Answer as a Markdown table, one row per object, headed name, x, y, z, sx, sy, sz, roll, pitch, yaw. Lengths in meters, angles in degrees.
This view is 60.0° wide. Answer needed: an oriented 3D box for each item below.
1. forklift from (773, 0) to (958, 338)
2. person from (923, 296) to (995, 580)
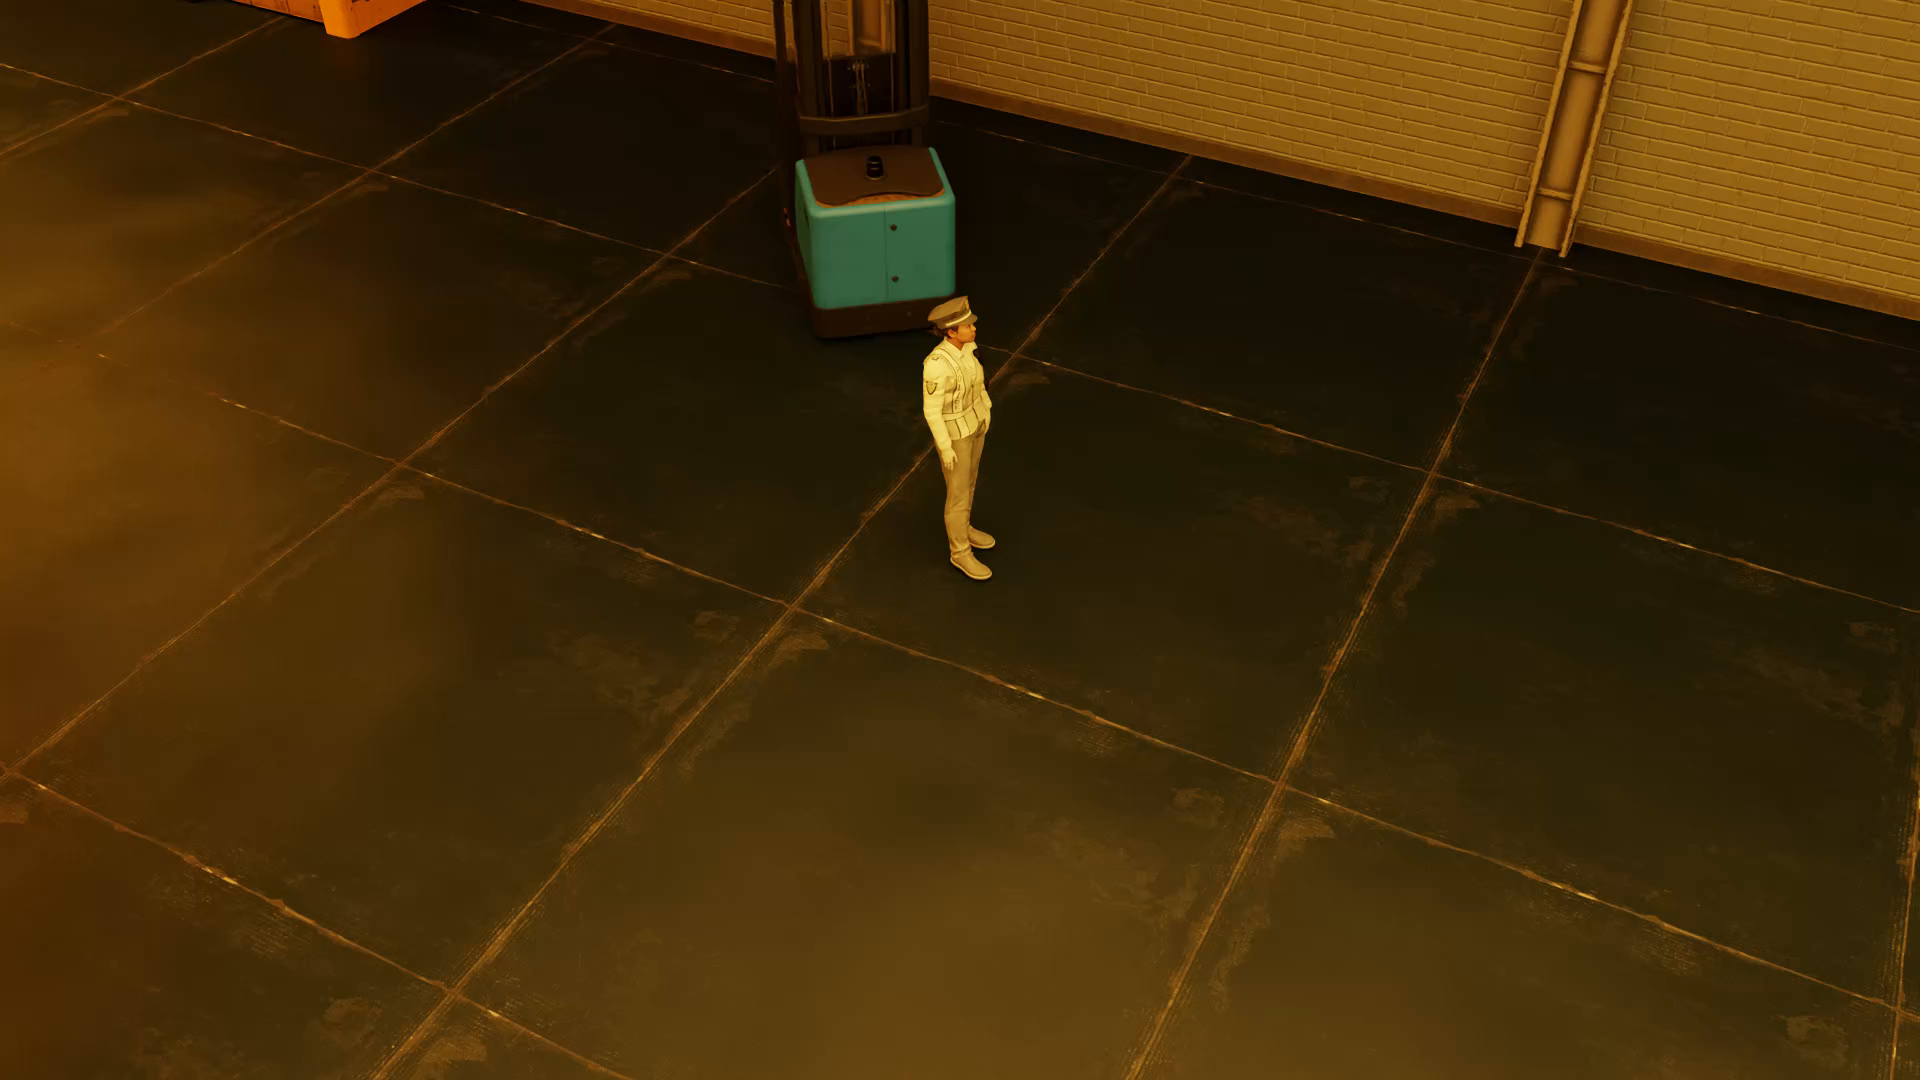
| name | x | y | z | sx | sy | sz | roll | pitch | yaw |
| --- | --- | --- | --- | --- | --- | --- | --- | --- | --- |
| forklift | -0.814 | -3.514 | 12.159 | 1.130 | 2.935 | 3.031 | -8 | 41 | -9 |
| person | 0.052 | -0.625 | 9.677 | 0.533 | 1.696 | 0.569 | 18 | 43 | 21 |
